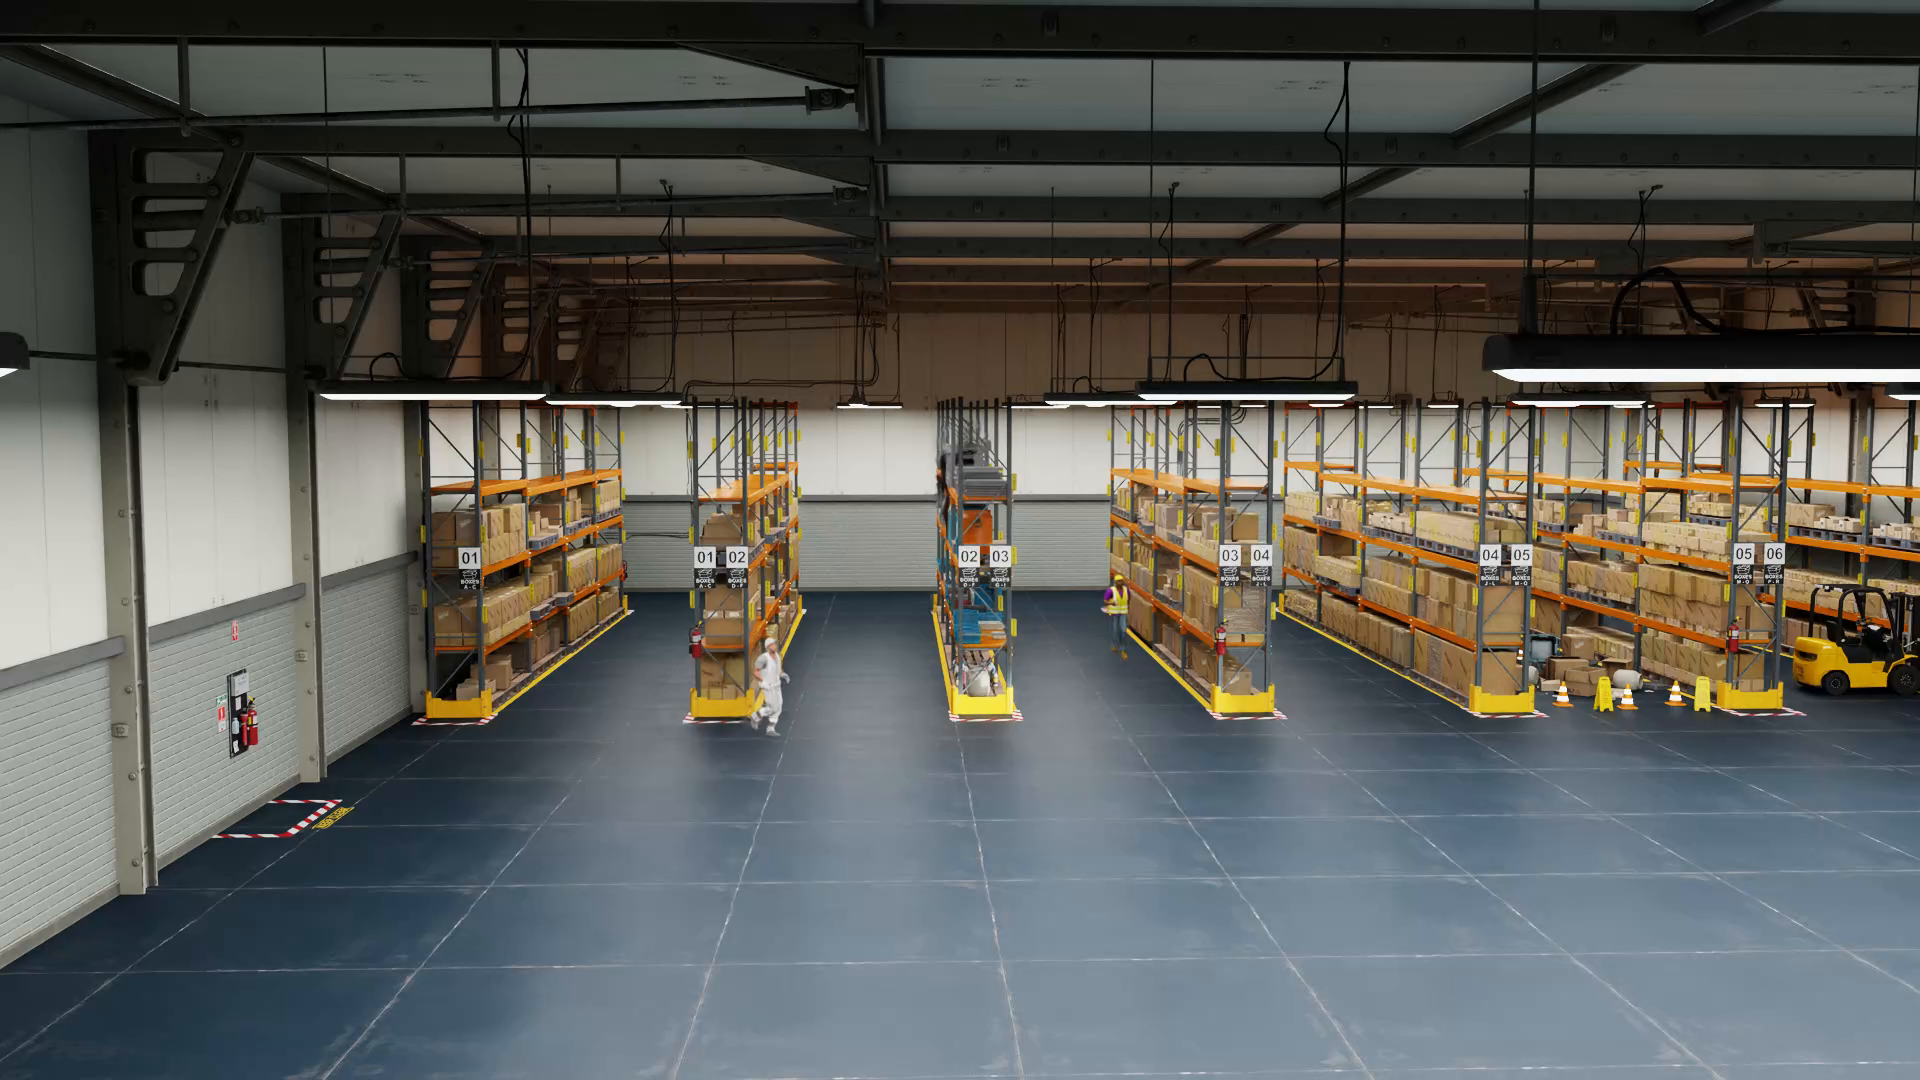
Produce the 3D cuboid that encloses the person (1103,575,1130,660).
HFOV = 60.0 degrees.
[{"bbox_3d":[3.529,1.706,37.172,0.676,1.871,0.746,-1,4,-7],"label":"person"}]

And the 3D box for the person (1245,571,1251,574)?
[{"bbox_3d":[8.035,1.188,47.767,0.676,1.781,0.736,3,5,32],"label":"person"}]

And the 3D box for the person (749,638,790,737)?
[{"bbox_3d":[-3.360,2.589,29.362,0.647,1.755,0.650,3,5,32],"label":"person"}]
